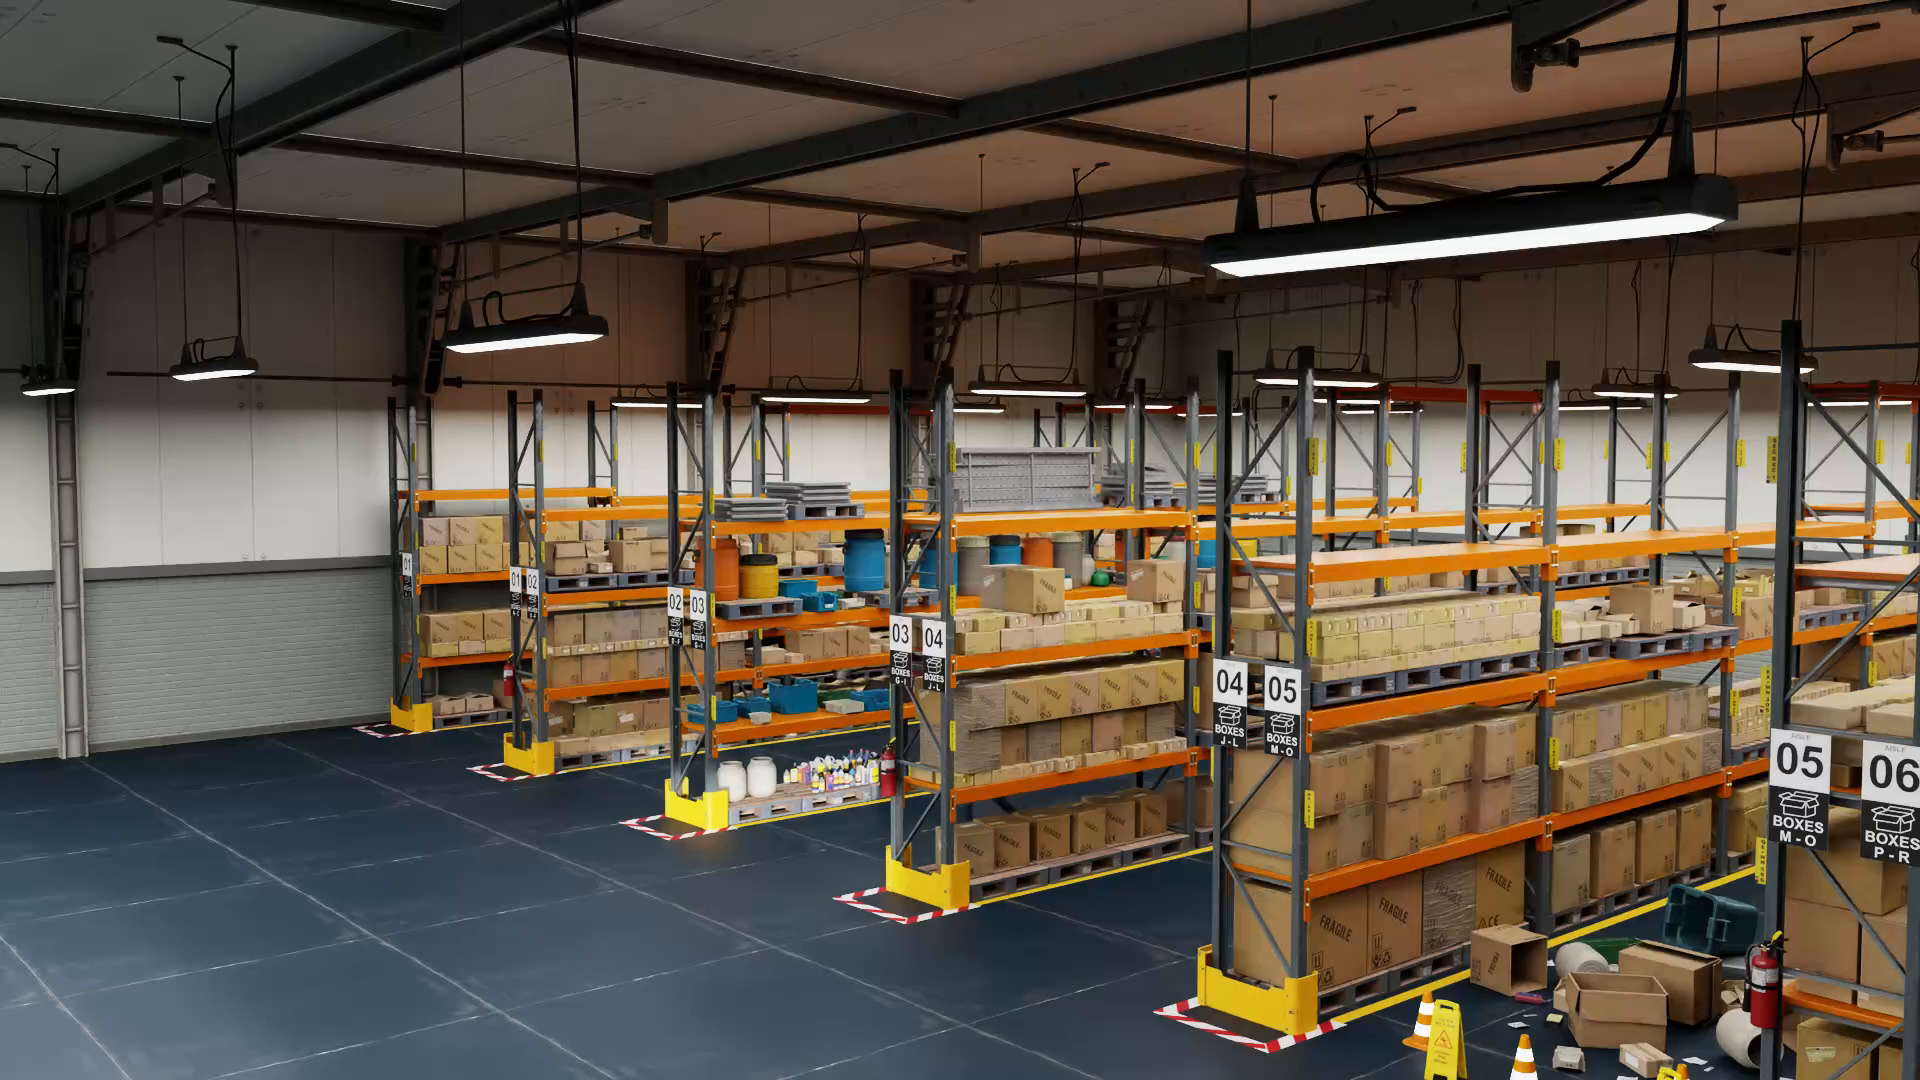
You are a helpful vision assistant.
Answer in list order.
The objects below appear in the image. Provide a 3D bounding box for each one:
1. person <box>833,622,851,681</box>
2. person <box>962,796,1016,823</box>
[{"bbox_3d":[-2.246,2.398,32.617,0.682,1.739,0.831,2,4,35],"label":"person"},{"bbox_3d":[0.357,3.136,22.074,0.981,1.419,0.529,-2,4,-25],"label":"person"}]
